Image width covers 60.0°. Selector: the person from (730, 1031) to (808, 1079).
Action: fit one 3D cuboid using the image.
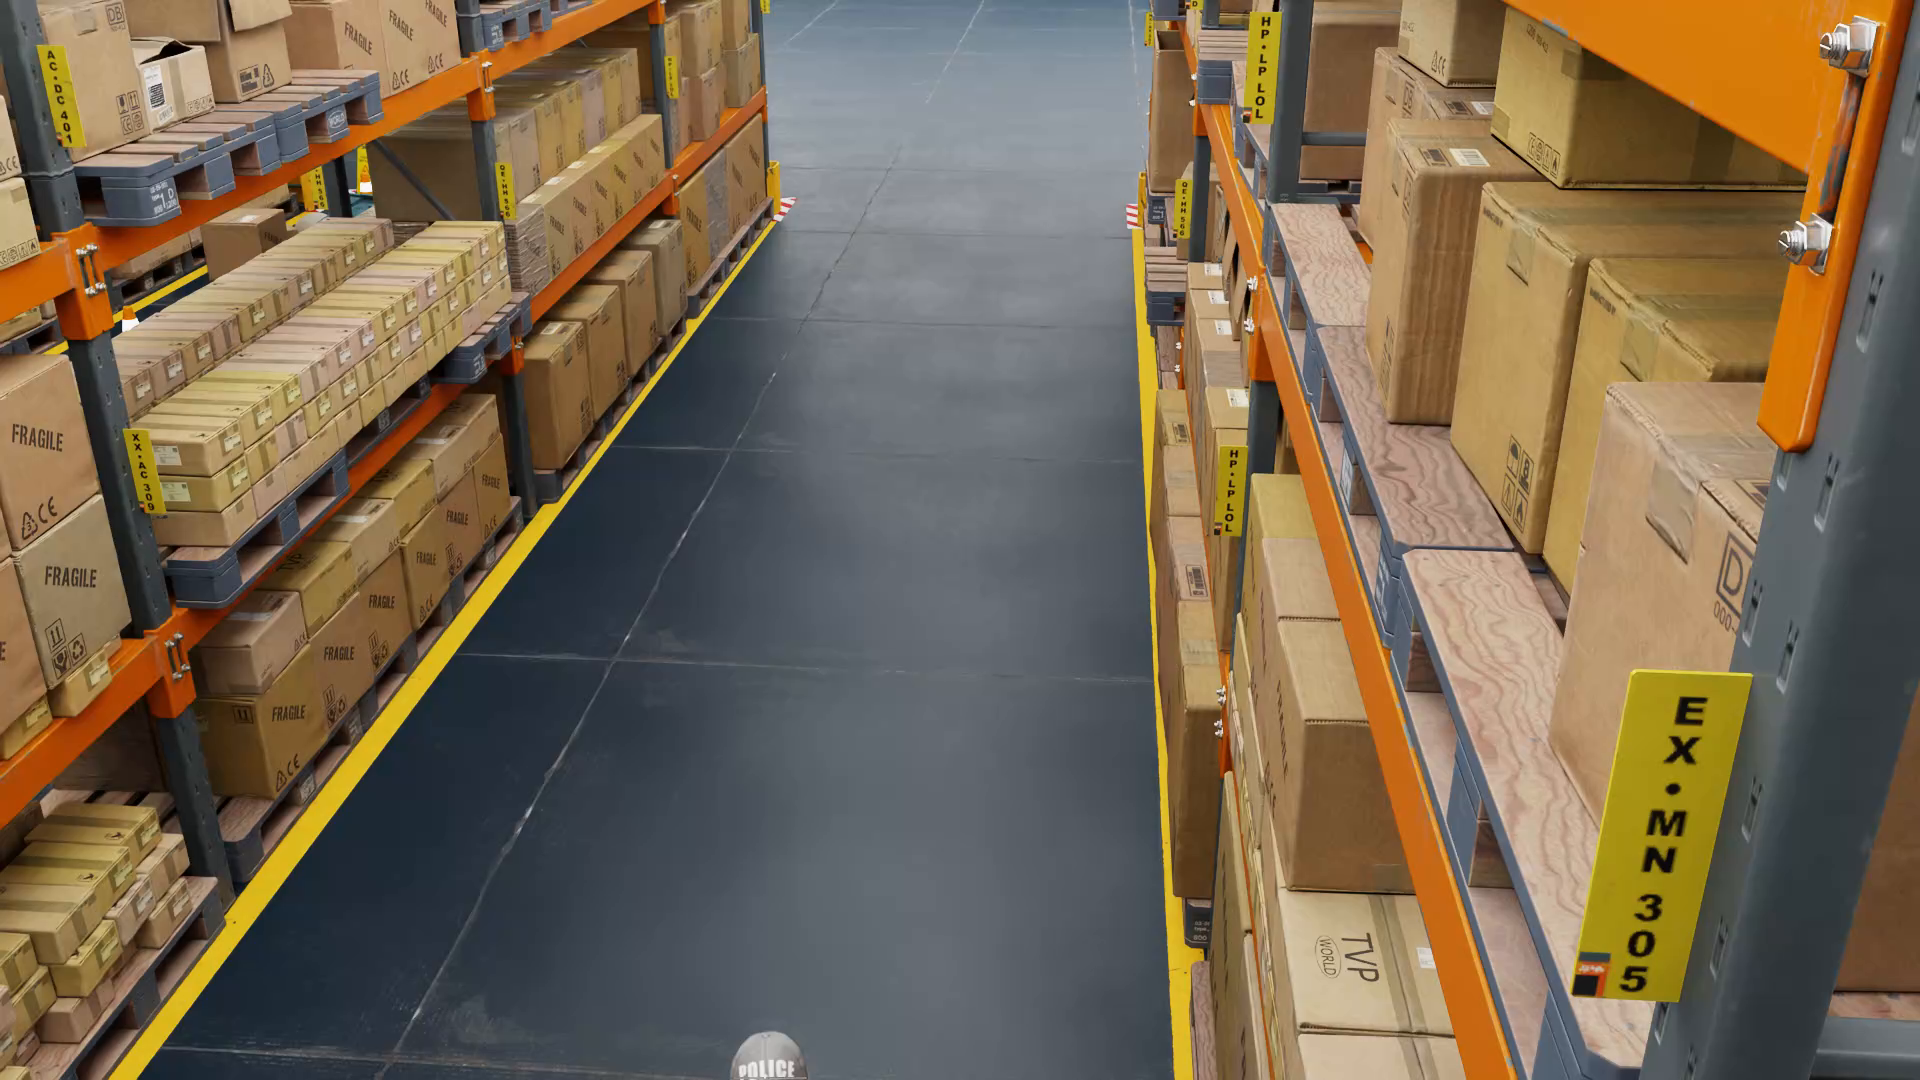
[{"bbox_3d":[-0.448,1.915,3.943,0.474,1.664,0.837,3,25,6],"label":"person"}]
